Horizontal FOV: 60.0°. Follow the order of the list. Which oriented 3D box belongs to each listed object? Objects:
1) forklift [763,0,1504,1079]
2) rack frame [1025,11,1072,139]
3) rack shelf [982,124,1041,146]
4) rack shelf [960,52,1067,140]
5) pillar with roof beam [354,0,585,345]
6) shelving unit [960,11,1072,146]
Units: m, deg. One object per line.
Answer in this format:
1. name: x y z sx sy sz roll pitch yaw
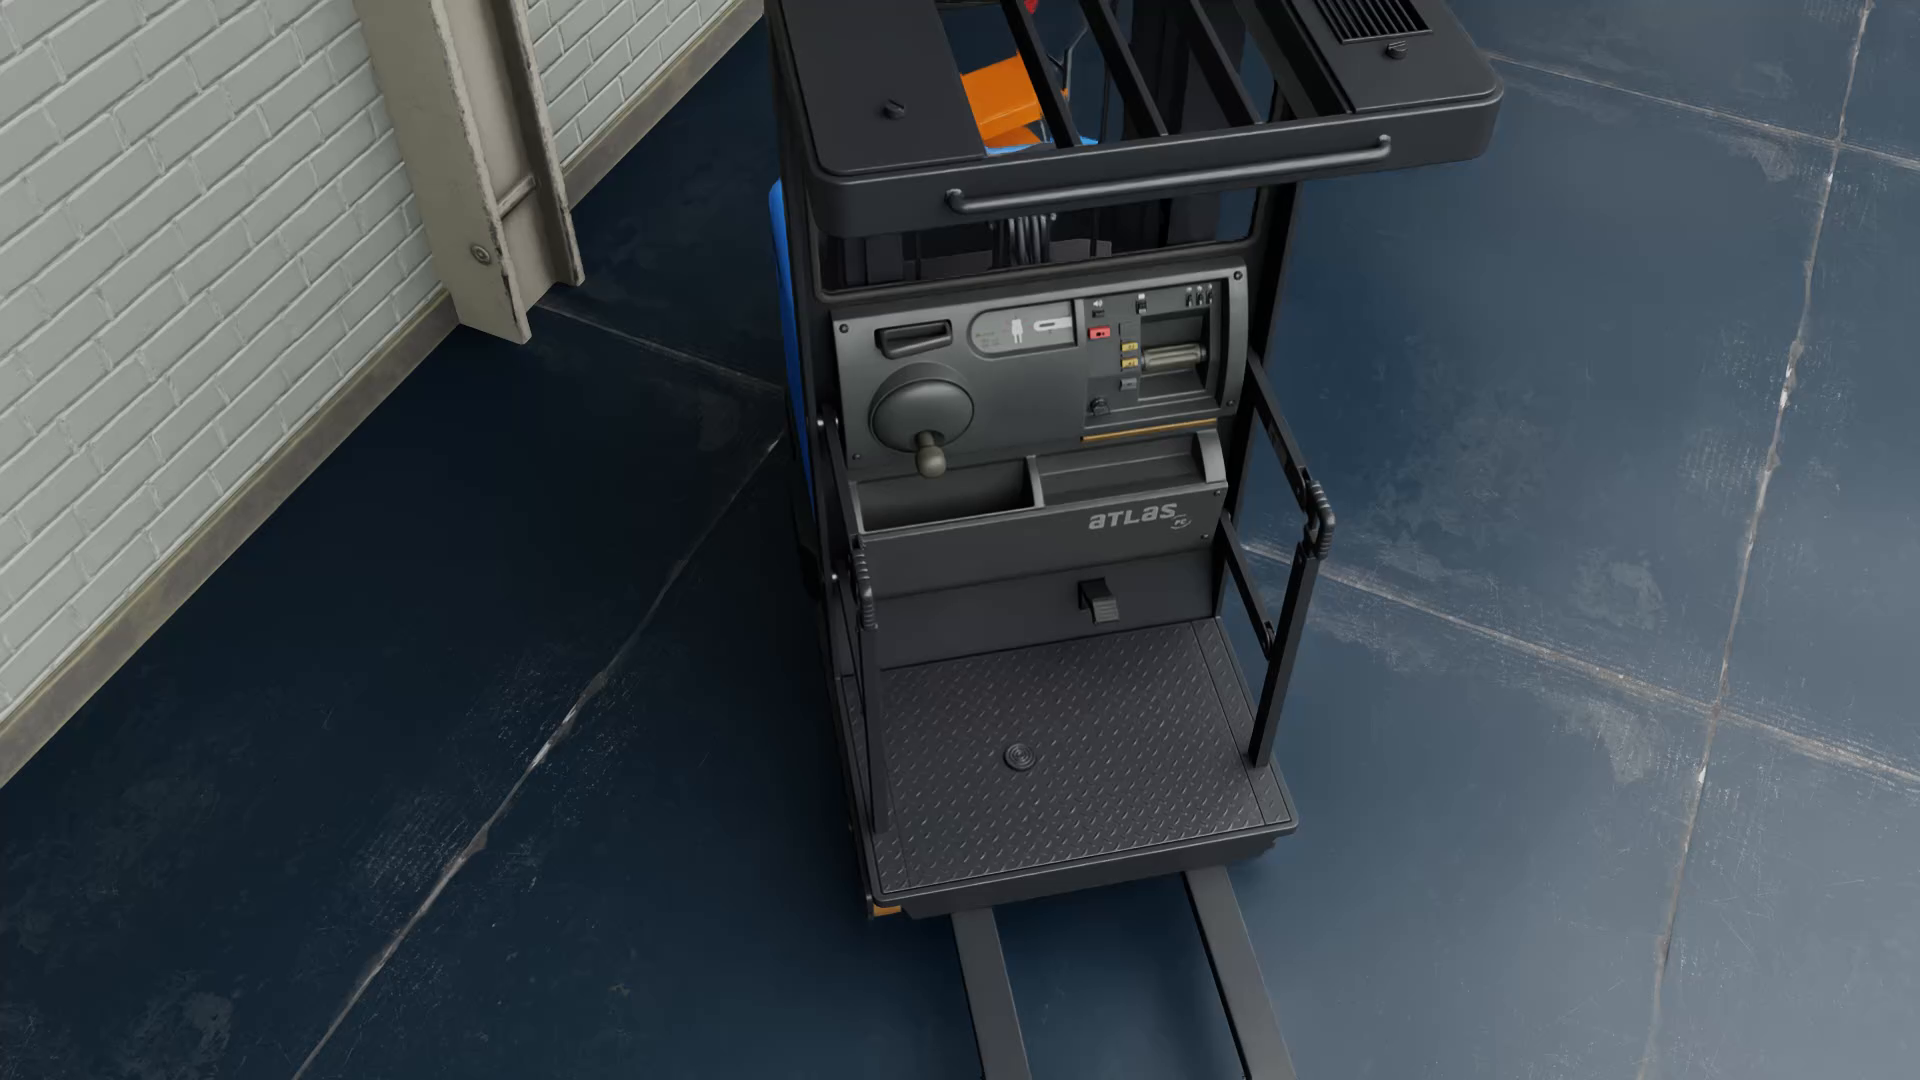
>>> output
1. forklift: 0.232 -0.276 3.560 1.130 2.935 3.031 -9 50 -7
2. rack frame: 0.260 -1.140 5.432 0.015 1.200 0.240 -26 54 -20
3. rack shelf: 0.054 -1.142 5.228 0.480 0.148 0.258 -26 54 -20
4. rack shelf: 0.054 -1.295 5.048 0.480 0.148 0.258 -26 54 -20
5. pillar with roof beam: 2.307 -2.386 1.371 9.100 9.000 0.400 20 52 16
6. shelving unit: 0.054 -1.040 5.348 0.503 1.200 0.258 -26 54 -20
